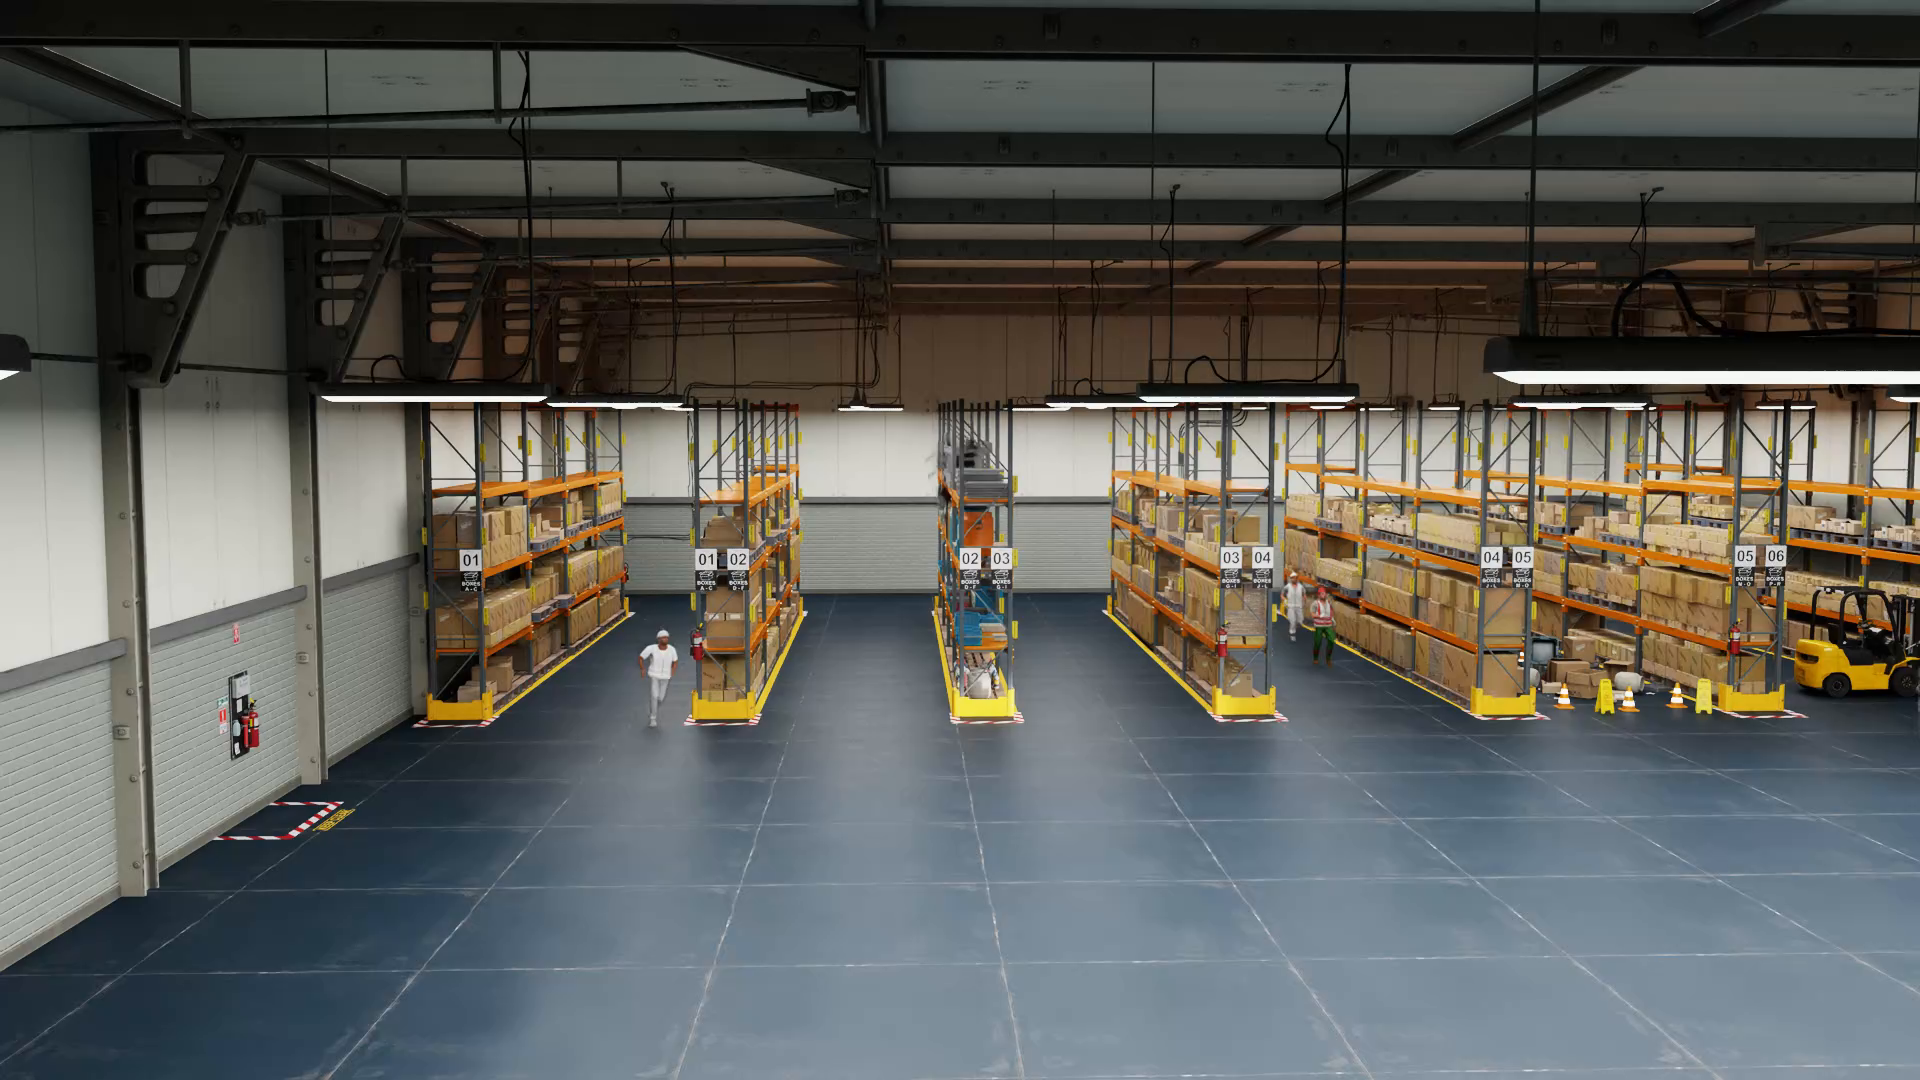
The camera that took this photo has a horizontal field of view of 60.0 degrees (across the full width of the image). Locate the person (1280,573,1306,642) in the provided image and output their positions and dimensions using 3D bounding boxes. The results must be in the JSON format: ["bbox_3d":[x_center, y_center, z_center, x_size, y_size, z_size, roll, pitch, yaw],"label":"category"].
[{"bbox_3d":[8.374,1.686,41.739,0.655,1.738,0.623,0,4,-1],"label":"person"}]

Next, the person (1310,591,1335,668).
[{"bbox_3d":[8.198,2.011,37.507,0.645,1.772,0.735,-1,4,-8],"label":"person"}]

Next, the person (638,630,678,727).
[{"bbox_3d":[-5.581,2.533,30.825,0.741,1.730,0.808,-2,5,-28],"label":"person"}]
